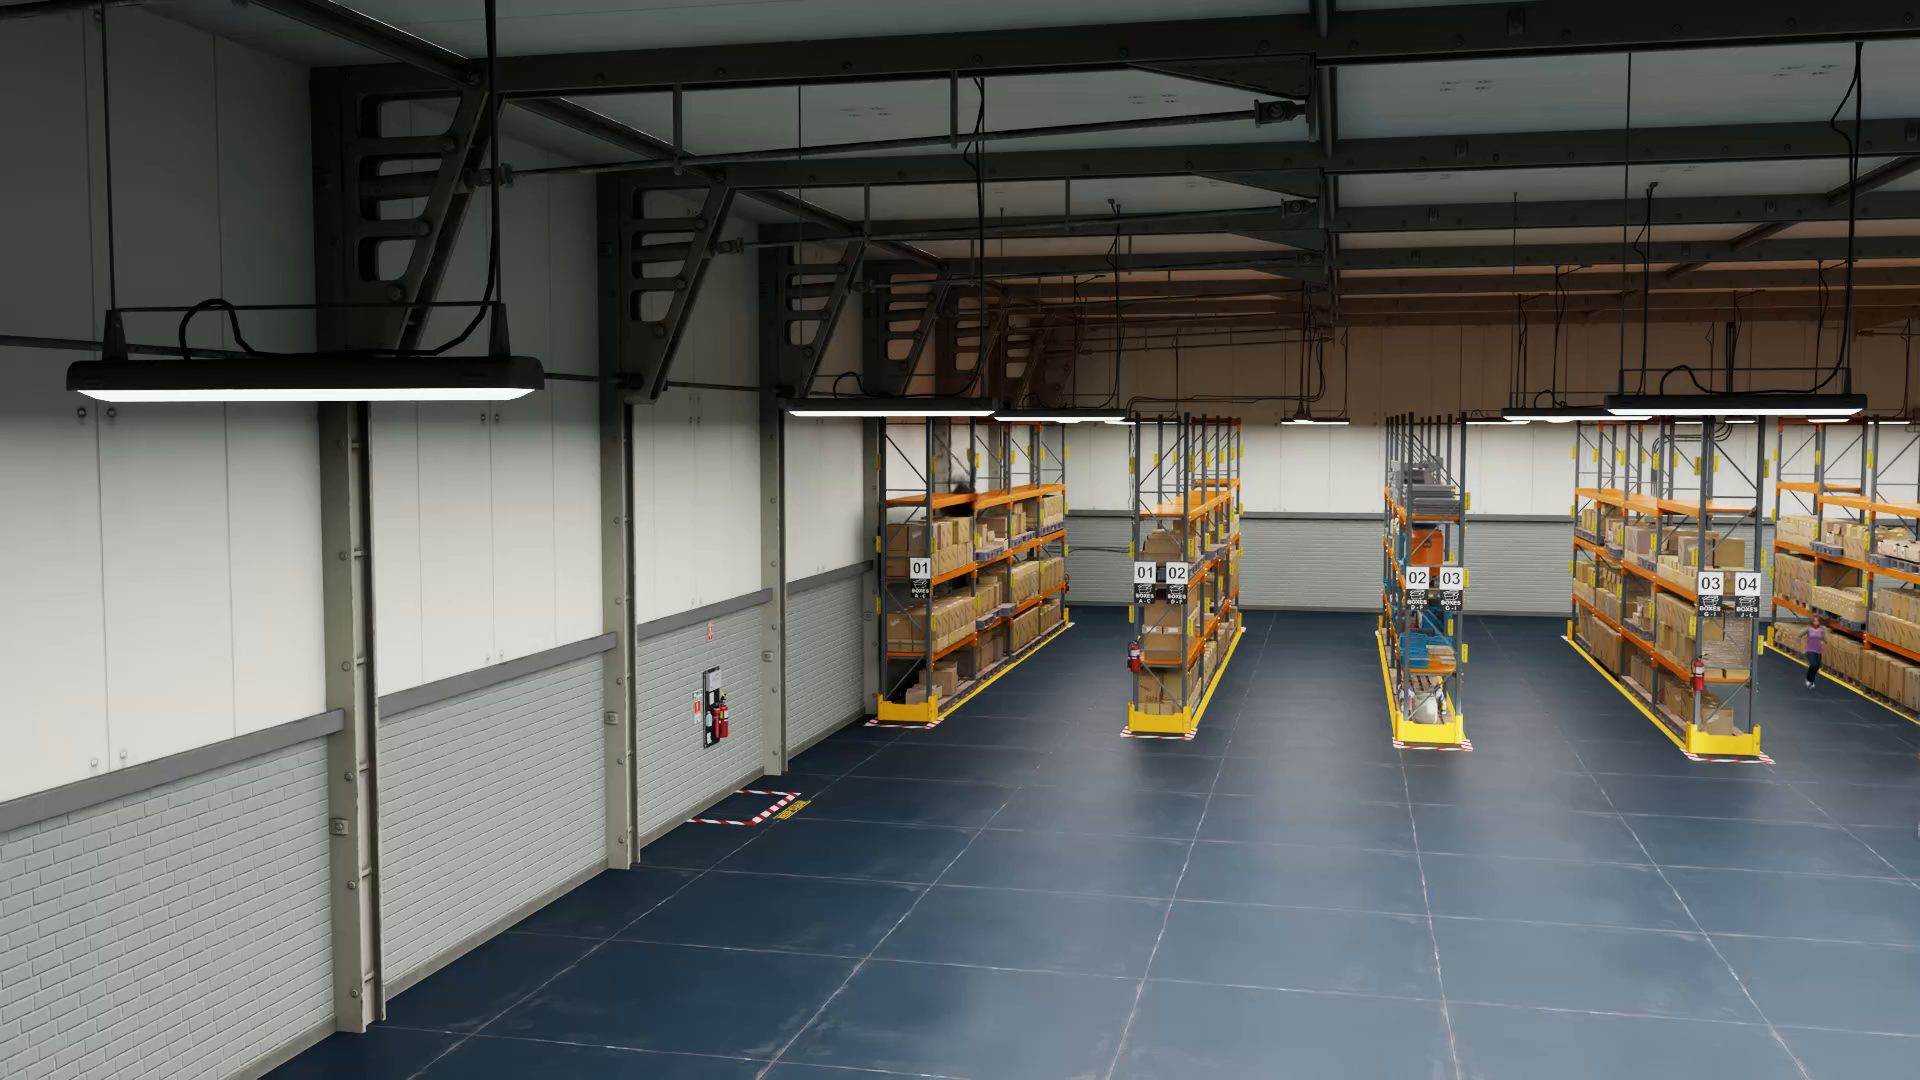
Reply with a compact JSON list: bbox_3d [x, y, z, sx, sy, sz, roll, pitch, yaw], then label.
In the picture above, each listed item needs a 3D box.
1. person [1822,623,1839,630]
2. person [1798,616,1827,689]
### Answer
[{"bbox_3d":[23.331,1.856,44.439,0.718,1.757,0.711,1,4,12],"label":"person"},{"bbox_3d":[18.653,2.463,36.330,0.508,1.587,0.657,0,4,5],"label":"person"}]
